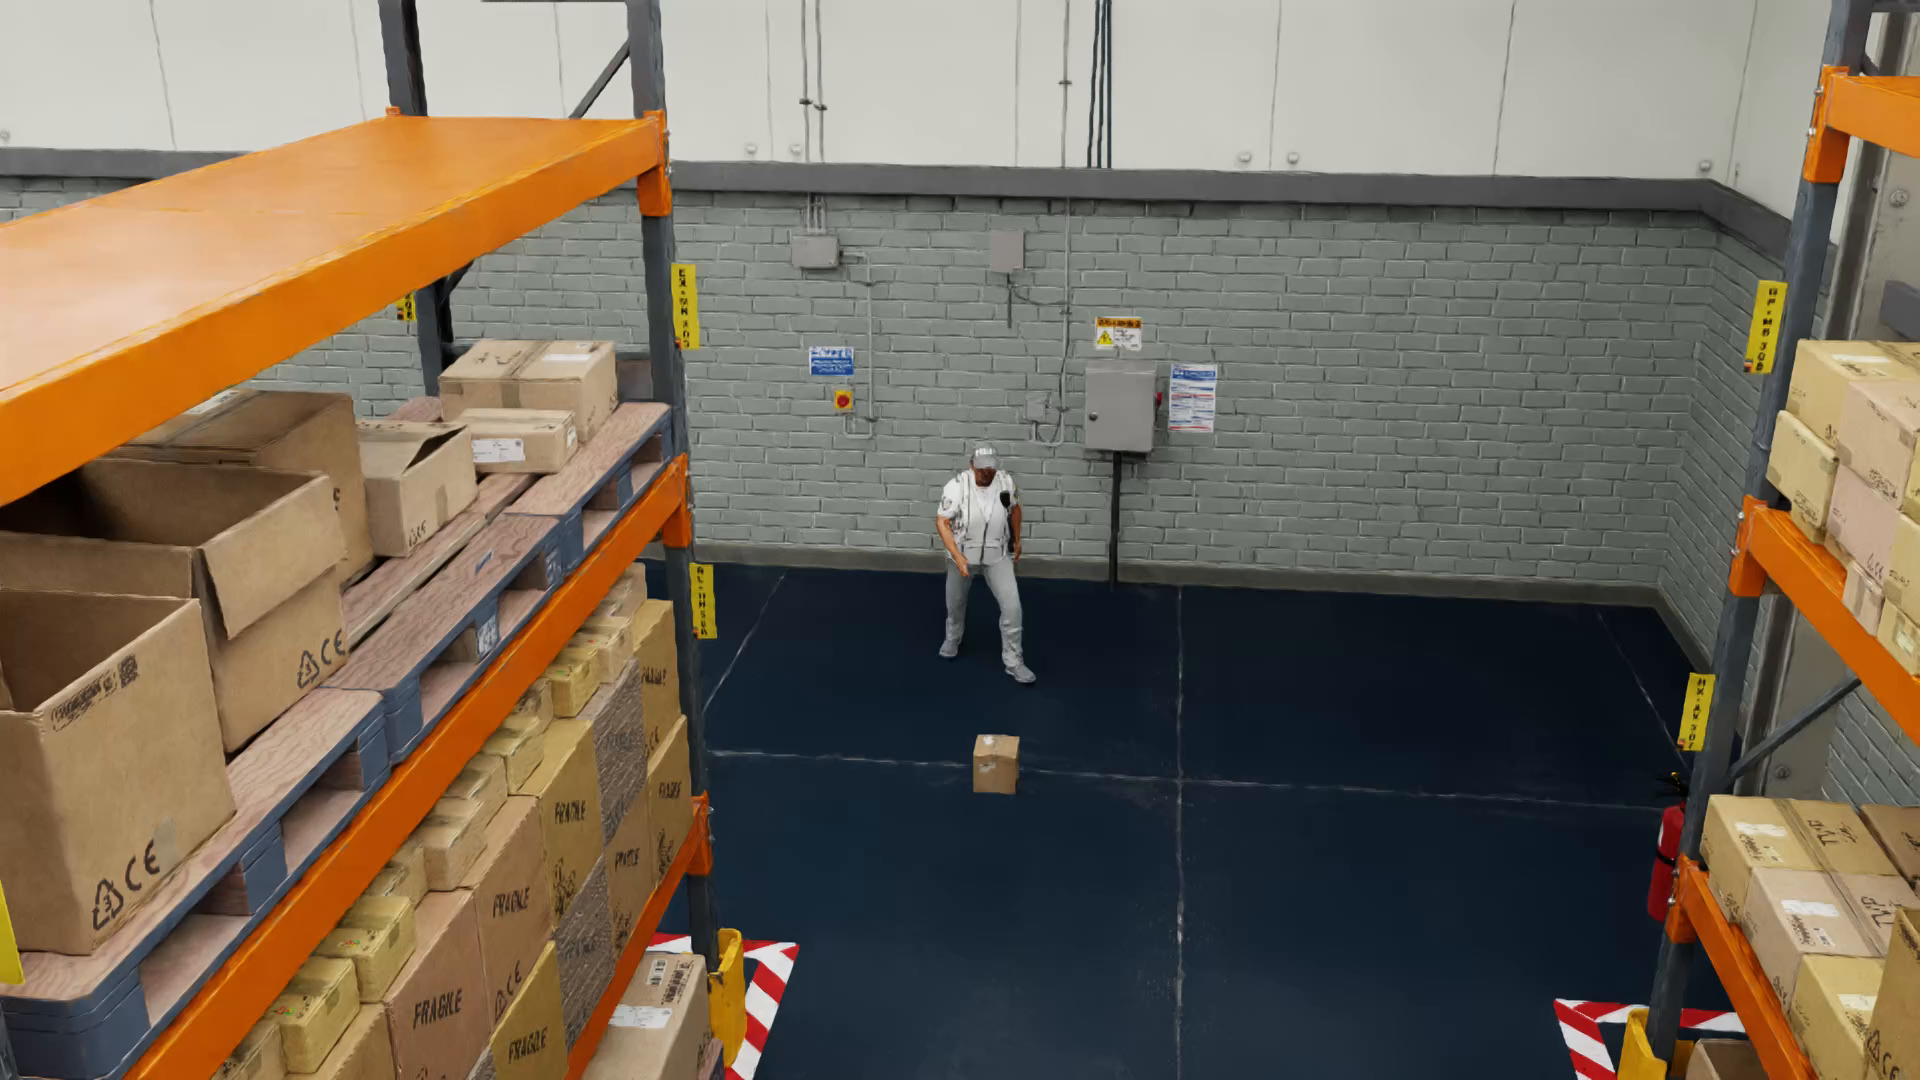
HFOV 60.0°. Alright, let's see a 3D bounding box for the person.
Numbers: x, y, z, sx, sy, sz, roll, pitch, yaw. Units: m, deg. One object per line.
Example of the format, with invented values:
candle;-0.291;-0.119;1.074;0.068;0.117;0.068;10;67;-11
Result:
person;0.143;0.086;10.897;0.627;1.612;0.779;-3;21;-7
